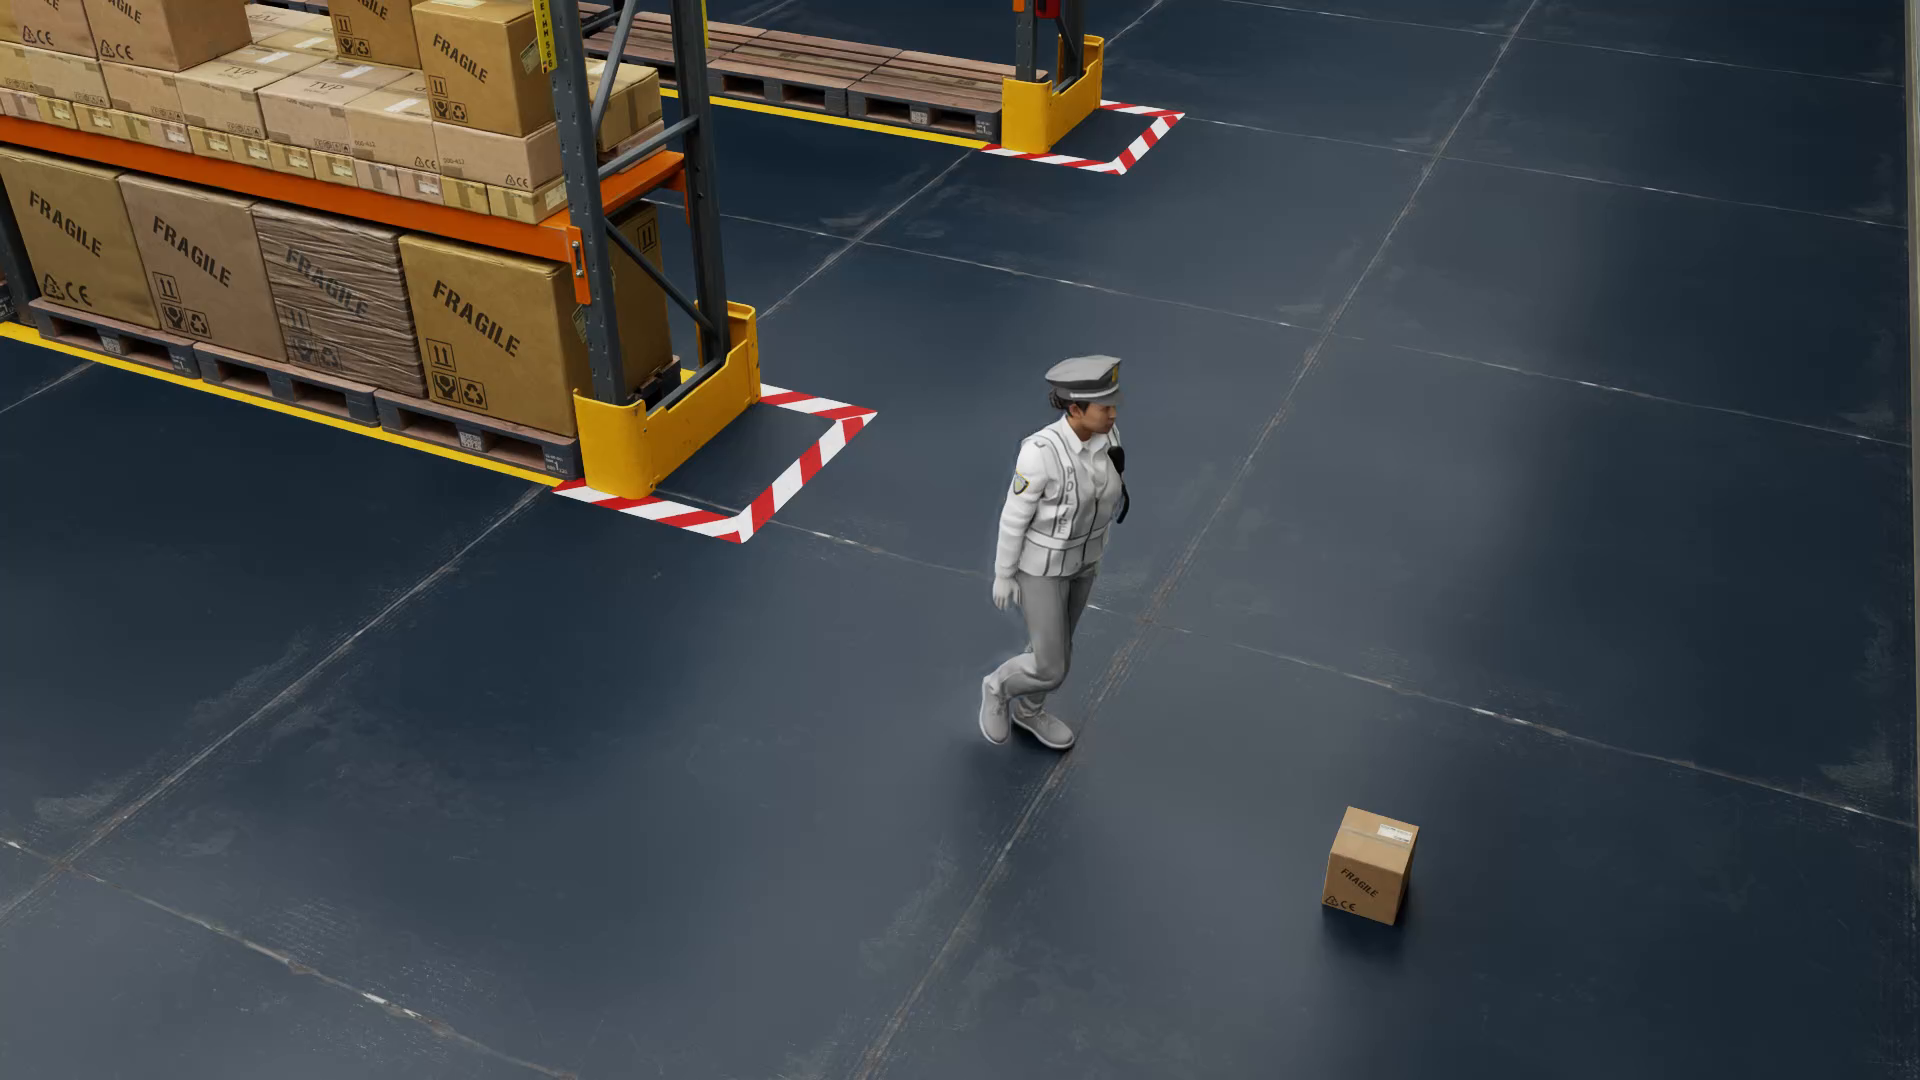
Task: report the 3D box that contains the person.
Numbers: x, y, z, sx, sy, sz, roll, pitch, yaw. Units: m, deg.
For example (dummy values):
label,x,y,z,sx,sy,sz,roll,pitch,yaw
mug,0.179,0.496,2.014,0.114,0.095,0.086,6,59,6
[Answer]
label,x,y,z,sx,sy,sz,roll,pitch,yaw
person,0.335,0.065,6.013,0.466,1.670,0.522,29,43,36
